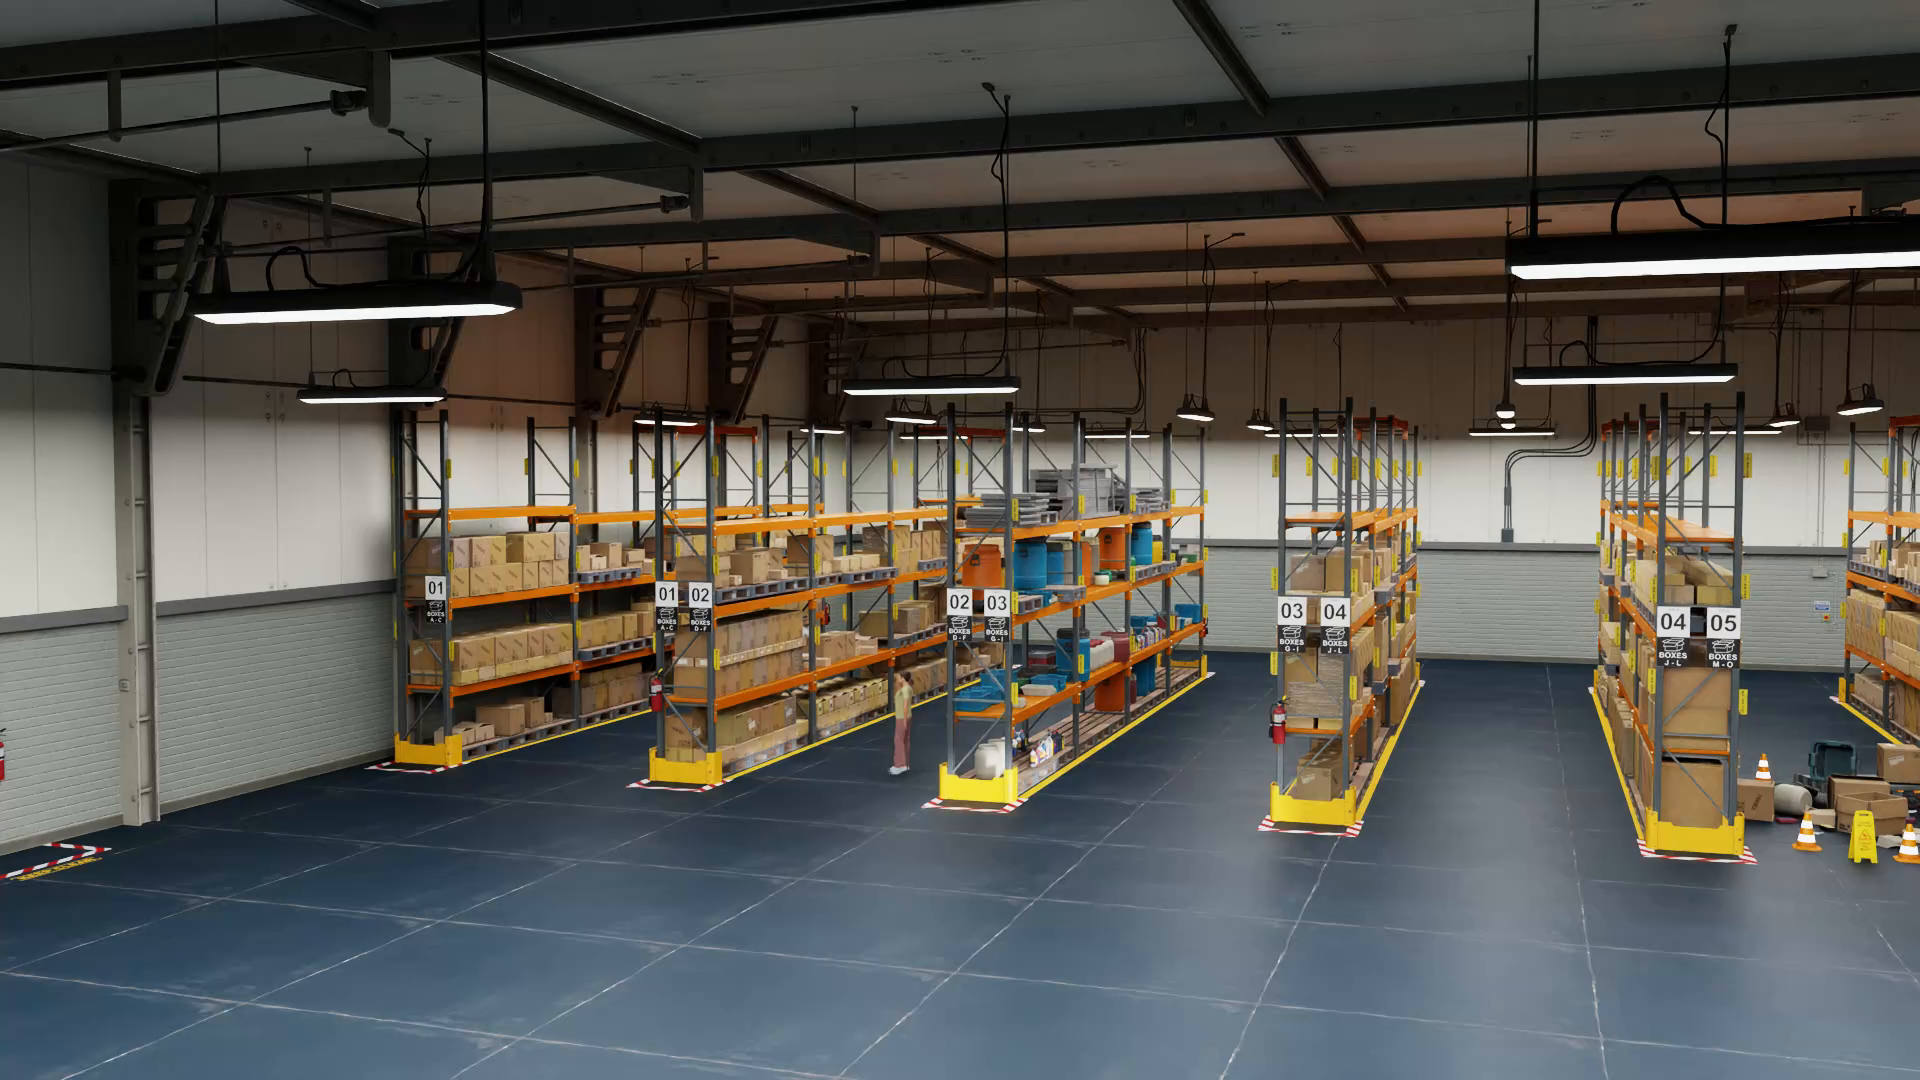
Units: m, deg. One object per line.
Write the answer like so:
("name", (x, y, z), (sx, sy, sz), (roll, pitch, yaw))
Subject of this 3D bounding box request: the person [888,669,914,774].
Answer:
("person", (-0.952, 2.997, 27.478), (0.389, 1.712, 0.549), (0, 2, 7))

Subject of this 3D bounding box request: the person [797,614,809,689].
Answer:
("person", (-3.567, 2.536, 37.870), (0.345, 1.695, 0.502), (1, 3, 21))
